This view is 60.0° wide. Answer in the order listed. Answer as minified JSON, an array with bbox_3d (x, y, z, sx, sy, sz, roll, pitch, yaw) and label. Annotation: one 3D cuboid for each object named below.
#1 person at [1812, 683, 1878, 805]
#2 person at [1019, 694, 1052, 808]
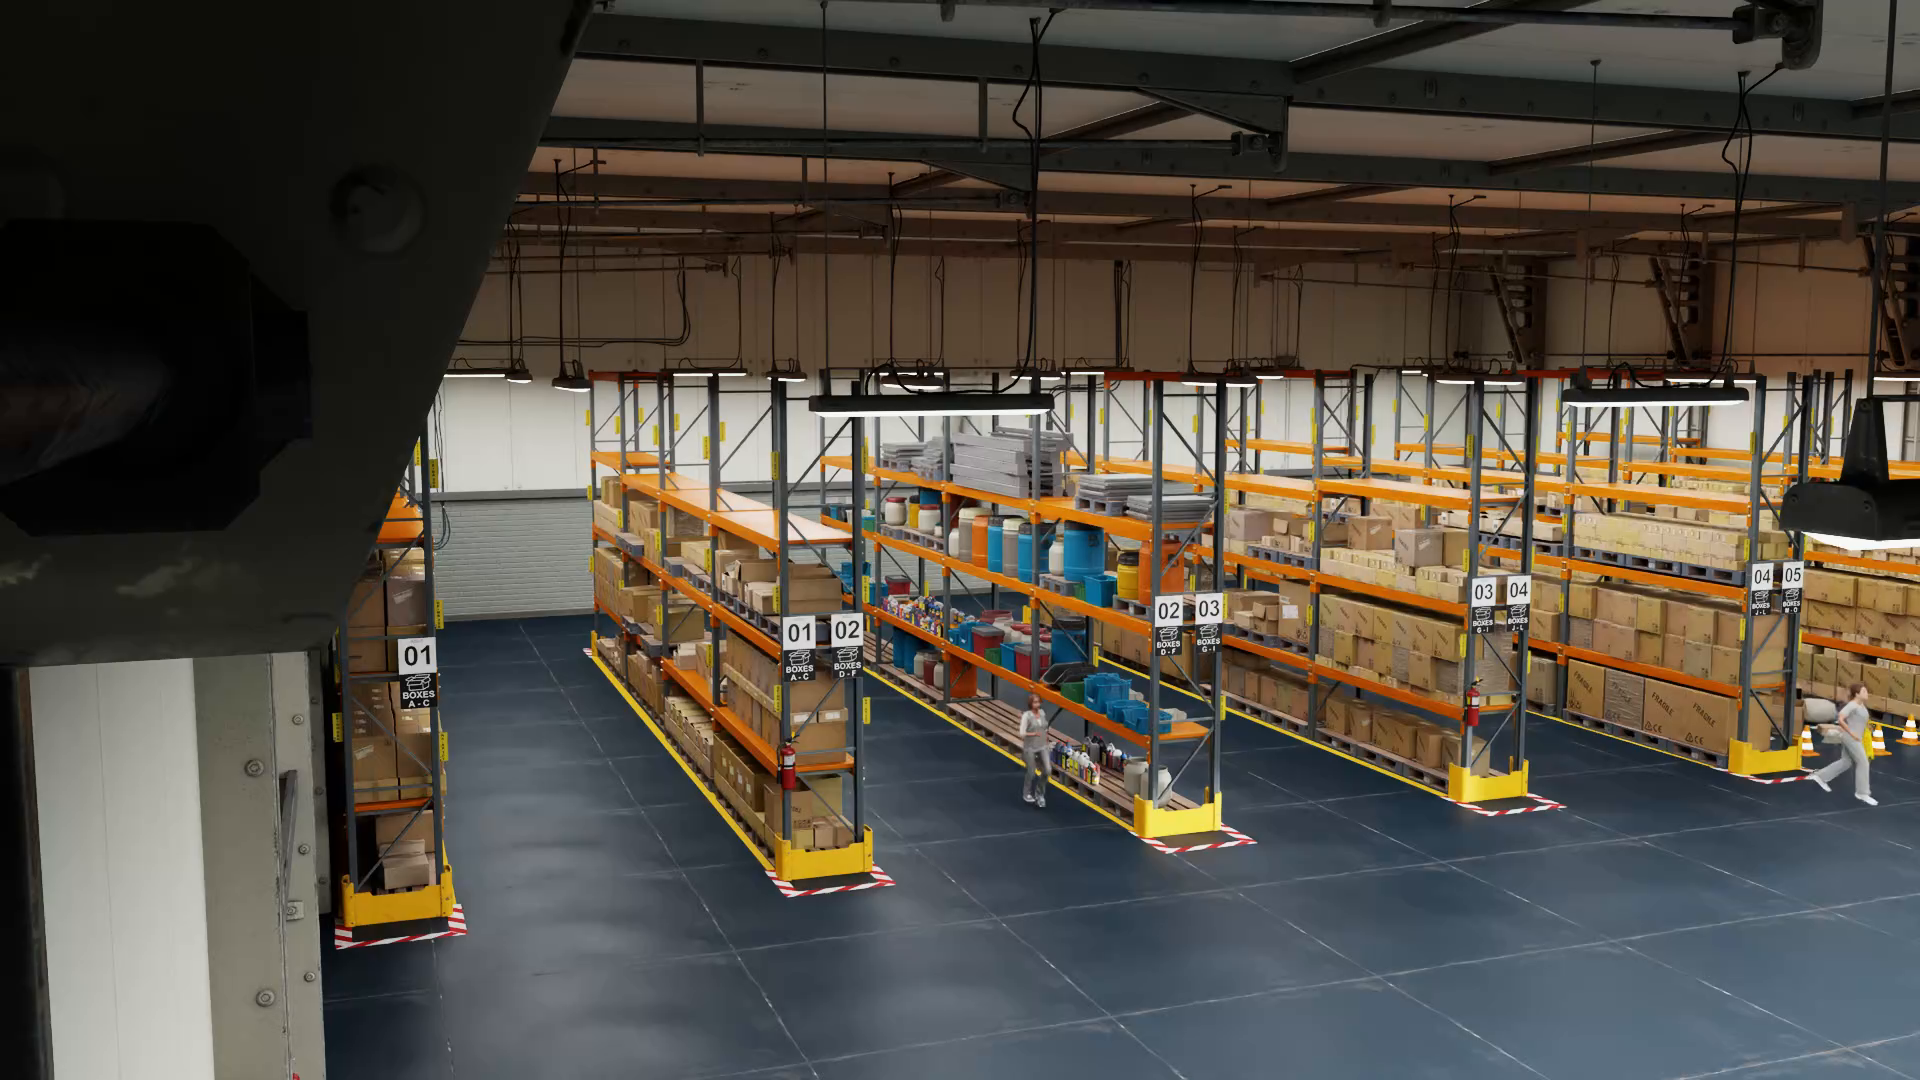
[{"bbox_3d":[12.646,2.857,23.667,0.862,1.697,0.581,5,8,36],"label":"person"},{"bbox_3d":[1.069,2.949,23.240,0.517,1.608,0.639,-3,7,-24],"label":"person"}]
